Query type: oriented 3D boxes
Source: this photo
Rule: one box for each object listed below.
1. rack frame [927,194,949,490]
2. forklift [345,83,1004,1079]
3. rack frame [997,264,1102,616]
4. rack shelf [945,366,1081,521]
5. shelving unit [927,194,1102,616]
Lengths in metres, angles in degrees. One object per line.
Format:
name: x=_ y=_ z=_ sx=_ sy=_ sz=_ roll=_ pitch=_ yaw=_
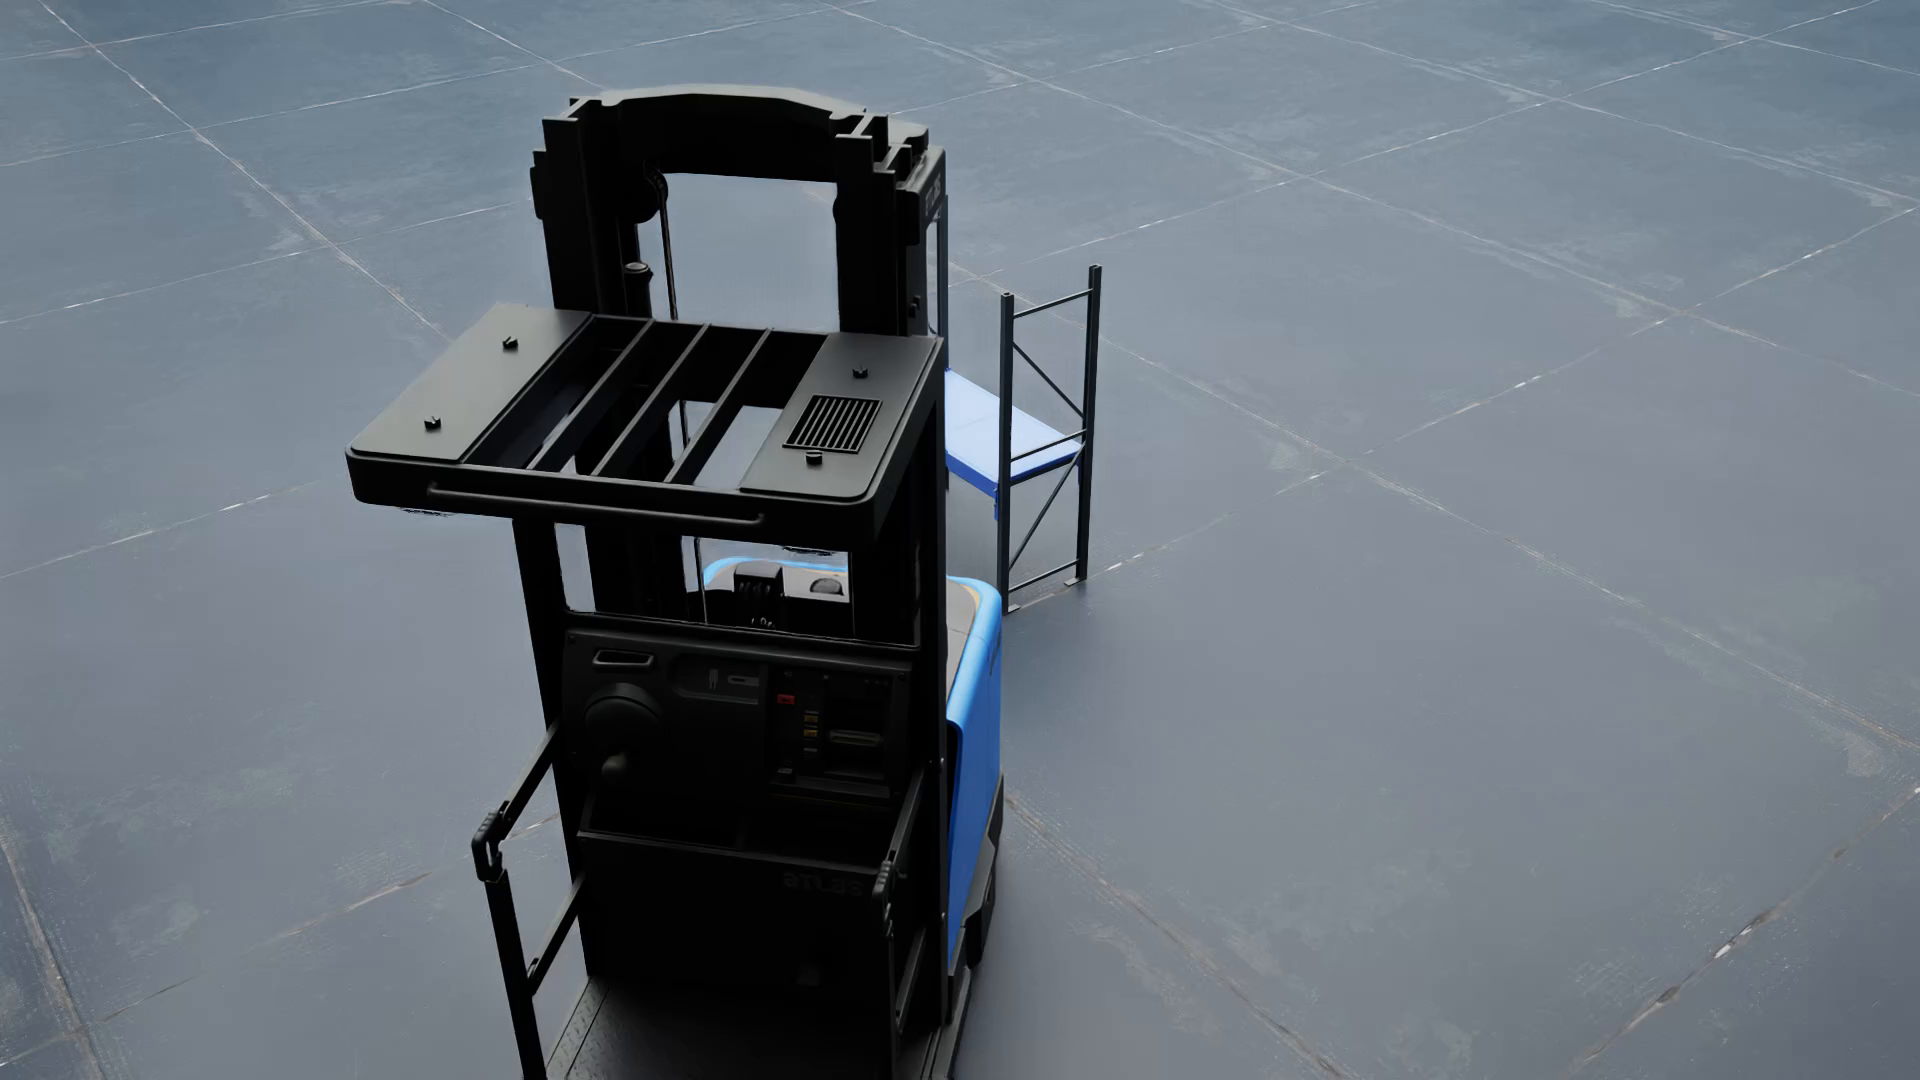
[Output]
rack frame: x=-0.259 y=-0.813 z=7.638 sx=0.500 sy=1.500 sz=0.032 roll=-22 pitch=38 yaw=-31
forklift: x=-0.622 y=0.517 z=4.140 sx=1.130 sy=2.935 sz=3.031 roll=6 pitch=32 yaw=9
rack frame: x=0.364 y=-0.390 z=6.956 sx=0.500 sy=1.500 sz=0.032 roll=-22 pitch=38 yaw=-31
rack shelf: x=0.052 y=-0.449 z=7.392 sx=0.538 sy=0.185 sz=1.000 roll=-22 pitch=38 yaw=-31
shelving unit: x=0.052 y=-0.602 z=7.297 sx=0.538 sy=1.500 sz=1.048 roll=-22 pitch=38 yaw=-31
